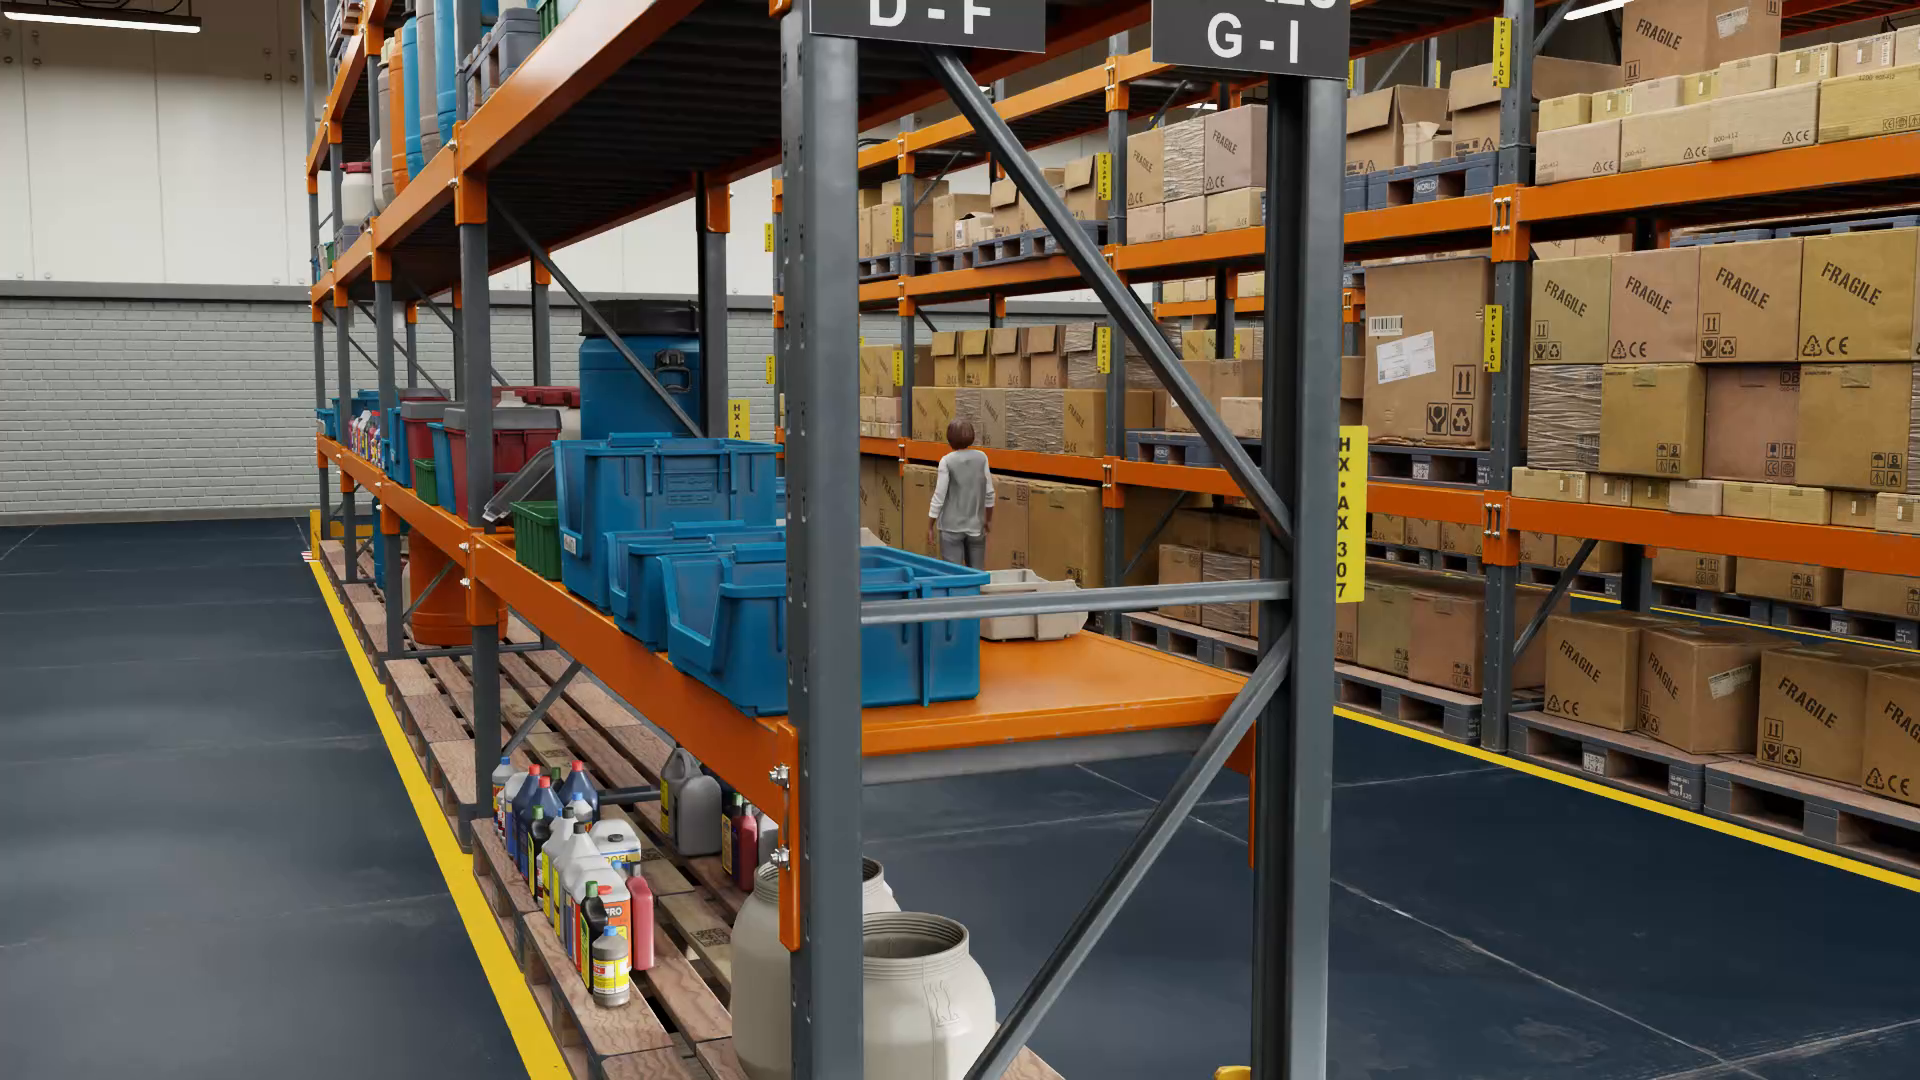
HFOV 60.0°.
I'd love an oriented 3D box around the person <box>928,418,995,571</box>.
[{"bbox_3d":[-0.009,-0.071,11.836,0.520,1.596,0.475,-2,6,-24],"label":"person"}]
